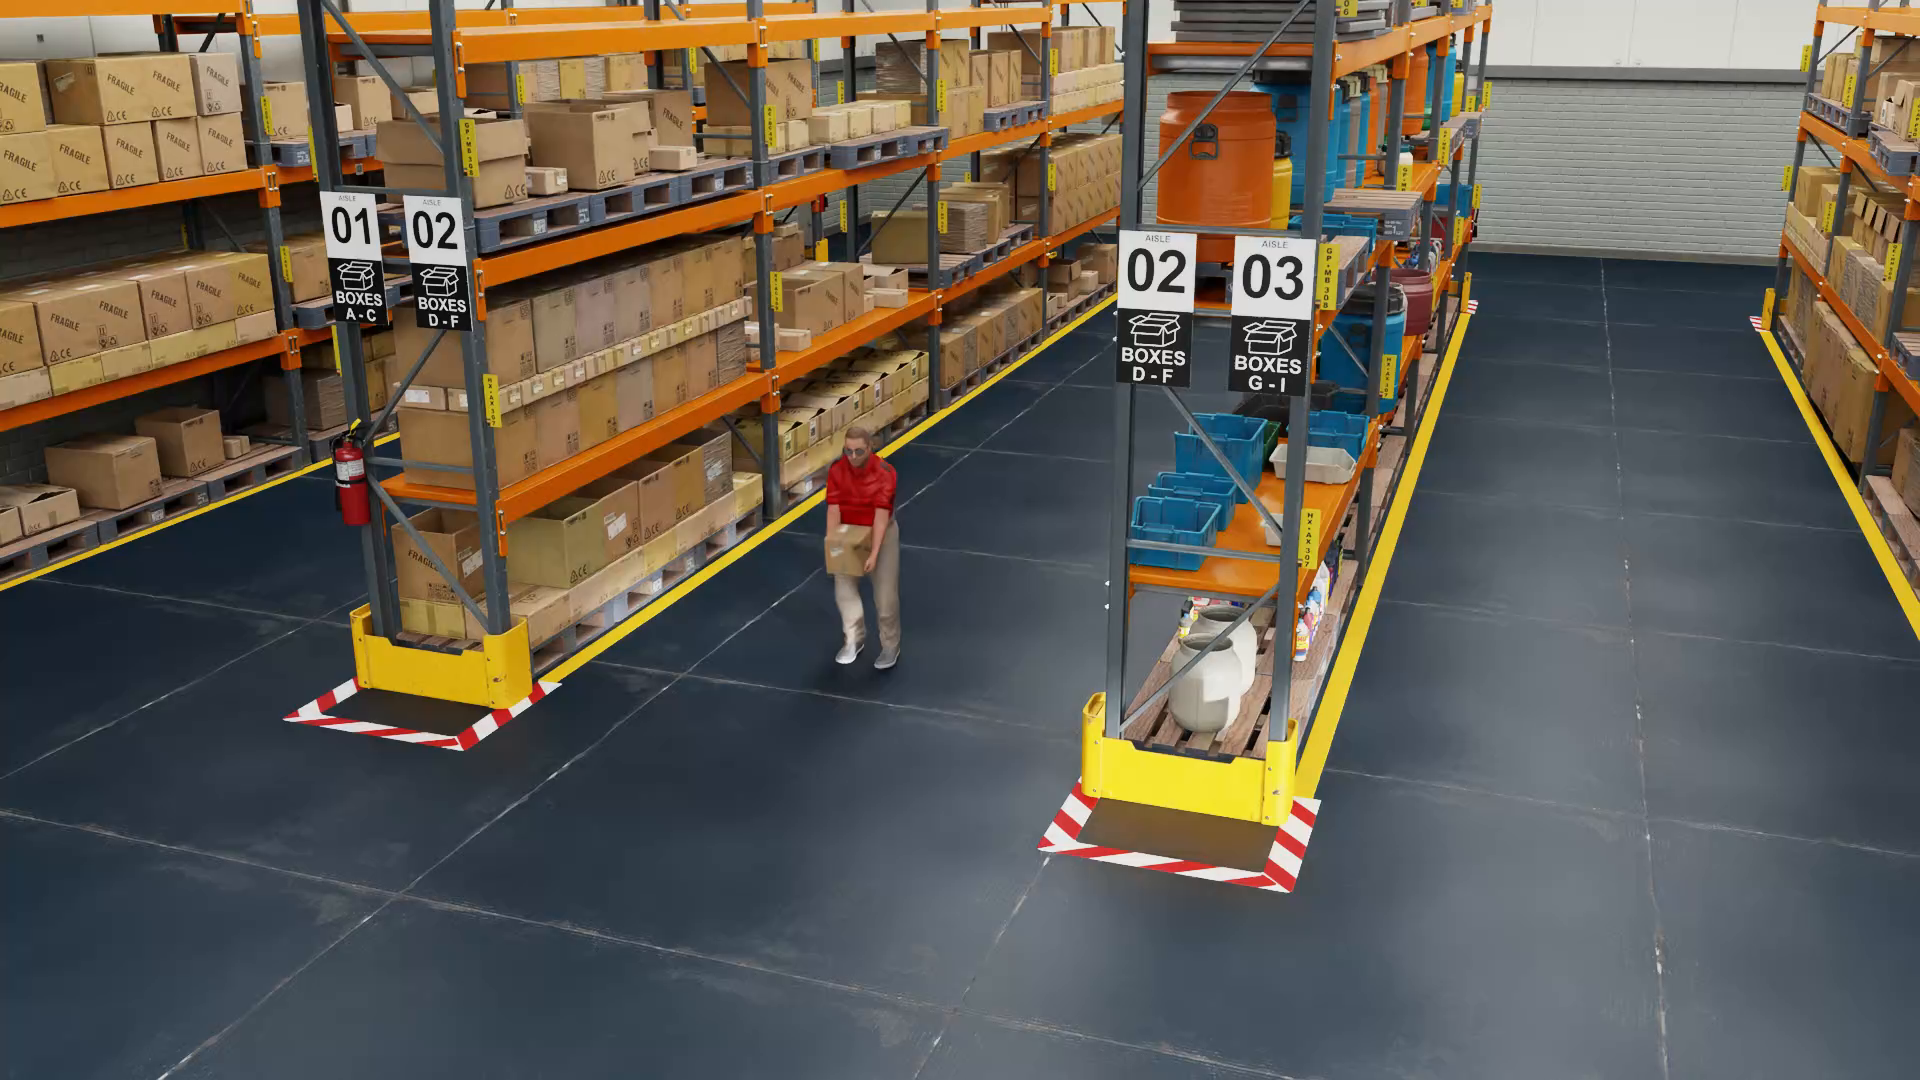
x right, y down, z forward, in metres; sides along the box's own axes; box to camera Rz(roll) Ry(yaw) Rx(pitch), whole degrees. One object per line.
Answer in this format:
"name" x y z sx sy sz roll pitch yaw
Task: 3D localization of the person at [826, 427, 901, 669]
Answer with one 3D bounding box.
"person" -0.636 0.040 11.052 0.481 1.684 0.593 6 19 17
